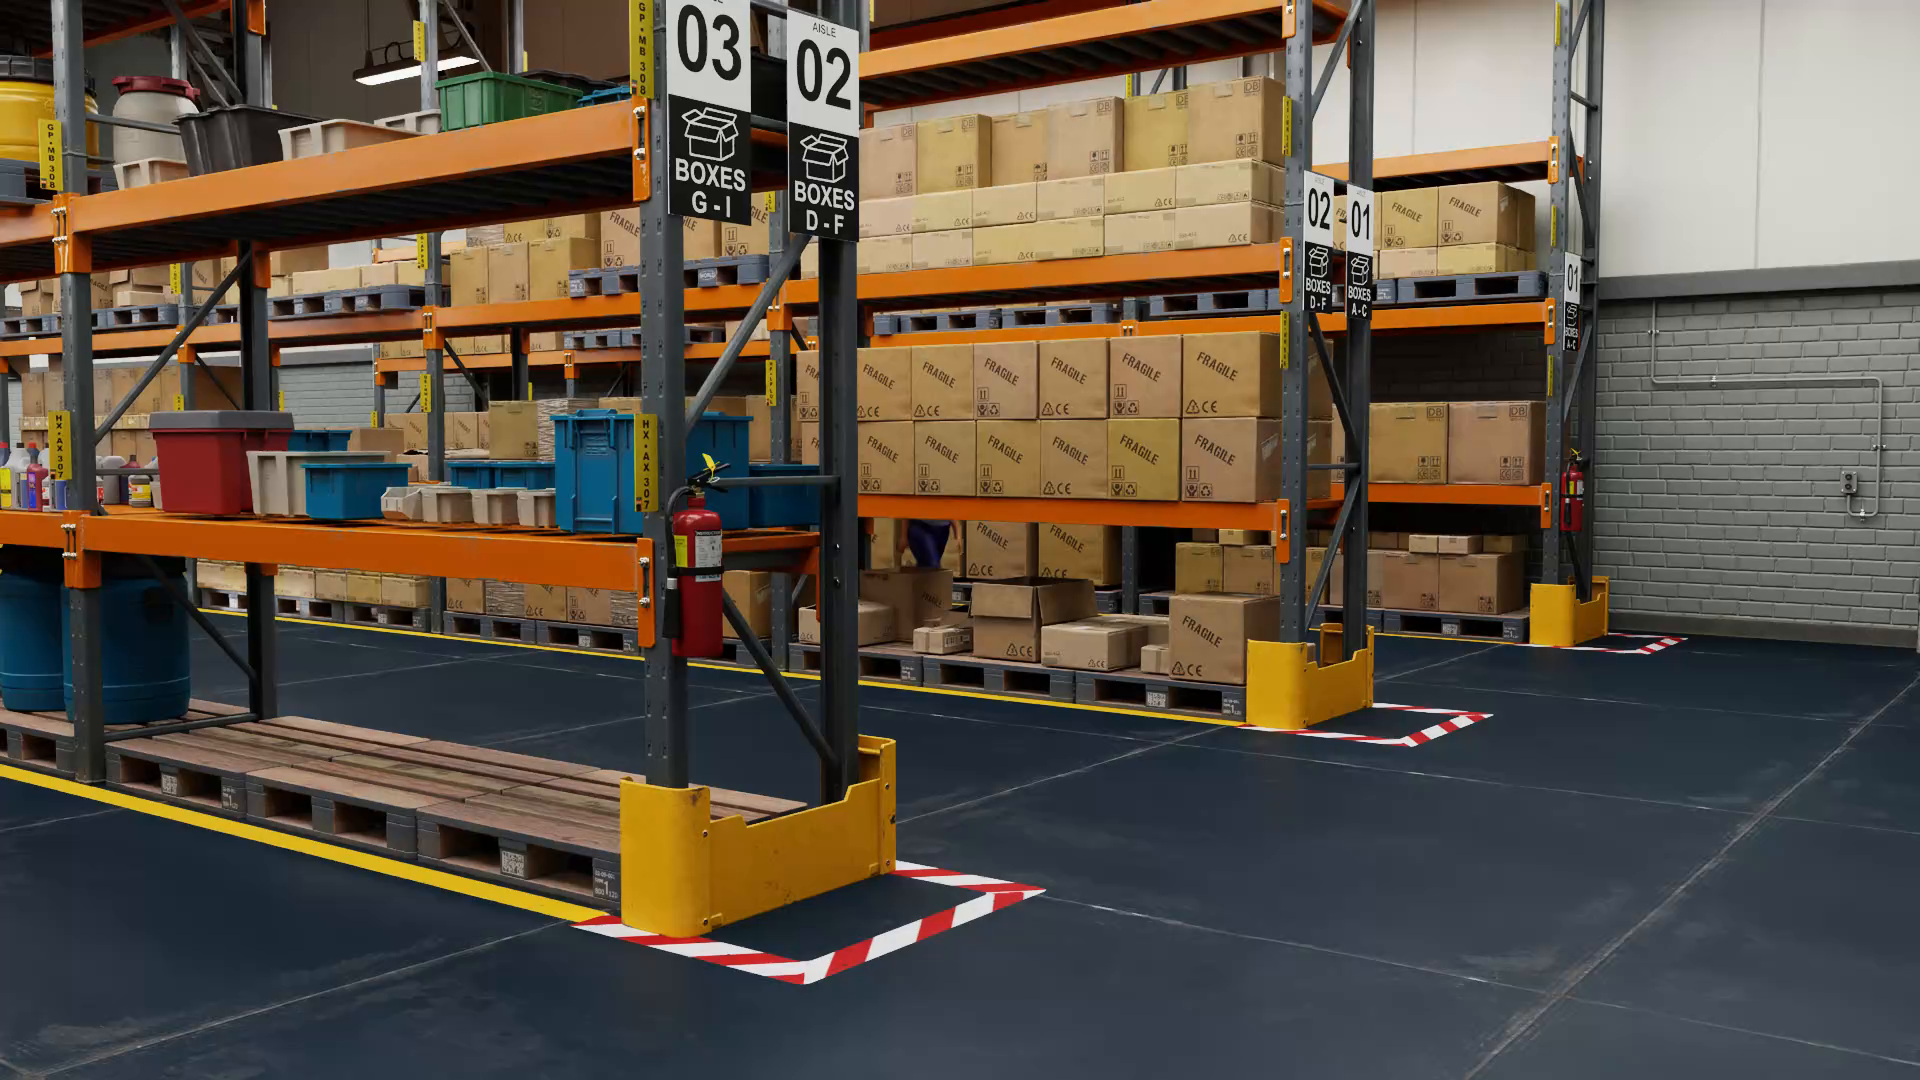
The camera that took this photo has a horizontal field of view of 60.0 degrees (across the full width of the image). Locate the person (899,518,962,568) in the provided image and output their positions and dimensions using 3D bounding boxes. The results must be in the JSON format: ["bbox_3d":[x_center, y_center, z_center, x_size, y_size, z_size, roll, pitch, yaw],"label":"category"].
[{"bbox_3d":[-0.234,-0.038,14.962,0.506,1.576,1.024,-3,5,-44],"label":"person"}]
